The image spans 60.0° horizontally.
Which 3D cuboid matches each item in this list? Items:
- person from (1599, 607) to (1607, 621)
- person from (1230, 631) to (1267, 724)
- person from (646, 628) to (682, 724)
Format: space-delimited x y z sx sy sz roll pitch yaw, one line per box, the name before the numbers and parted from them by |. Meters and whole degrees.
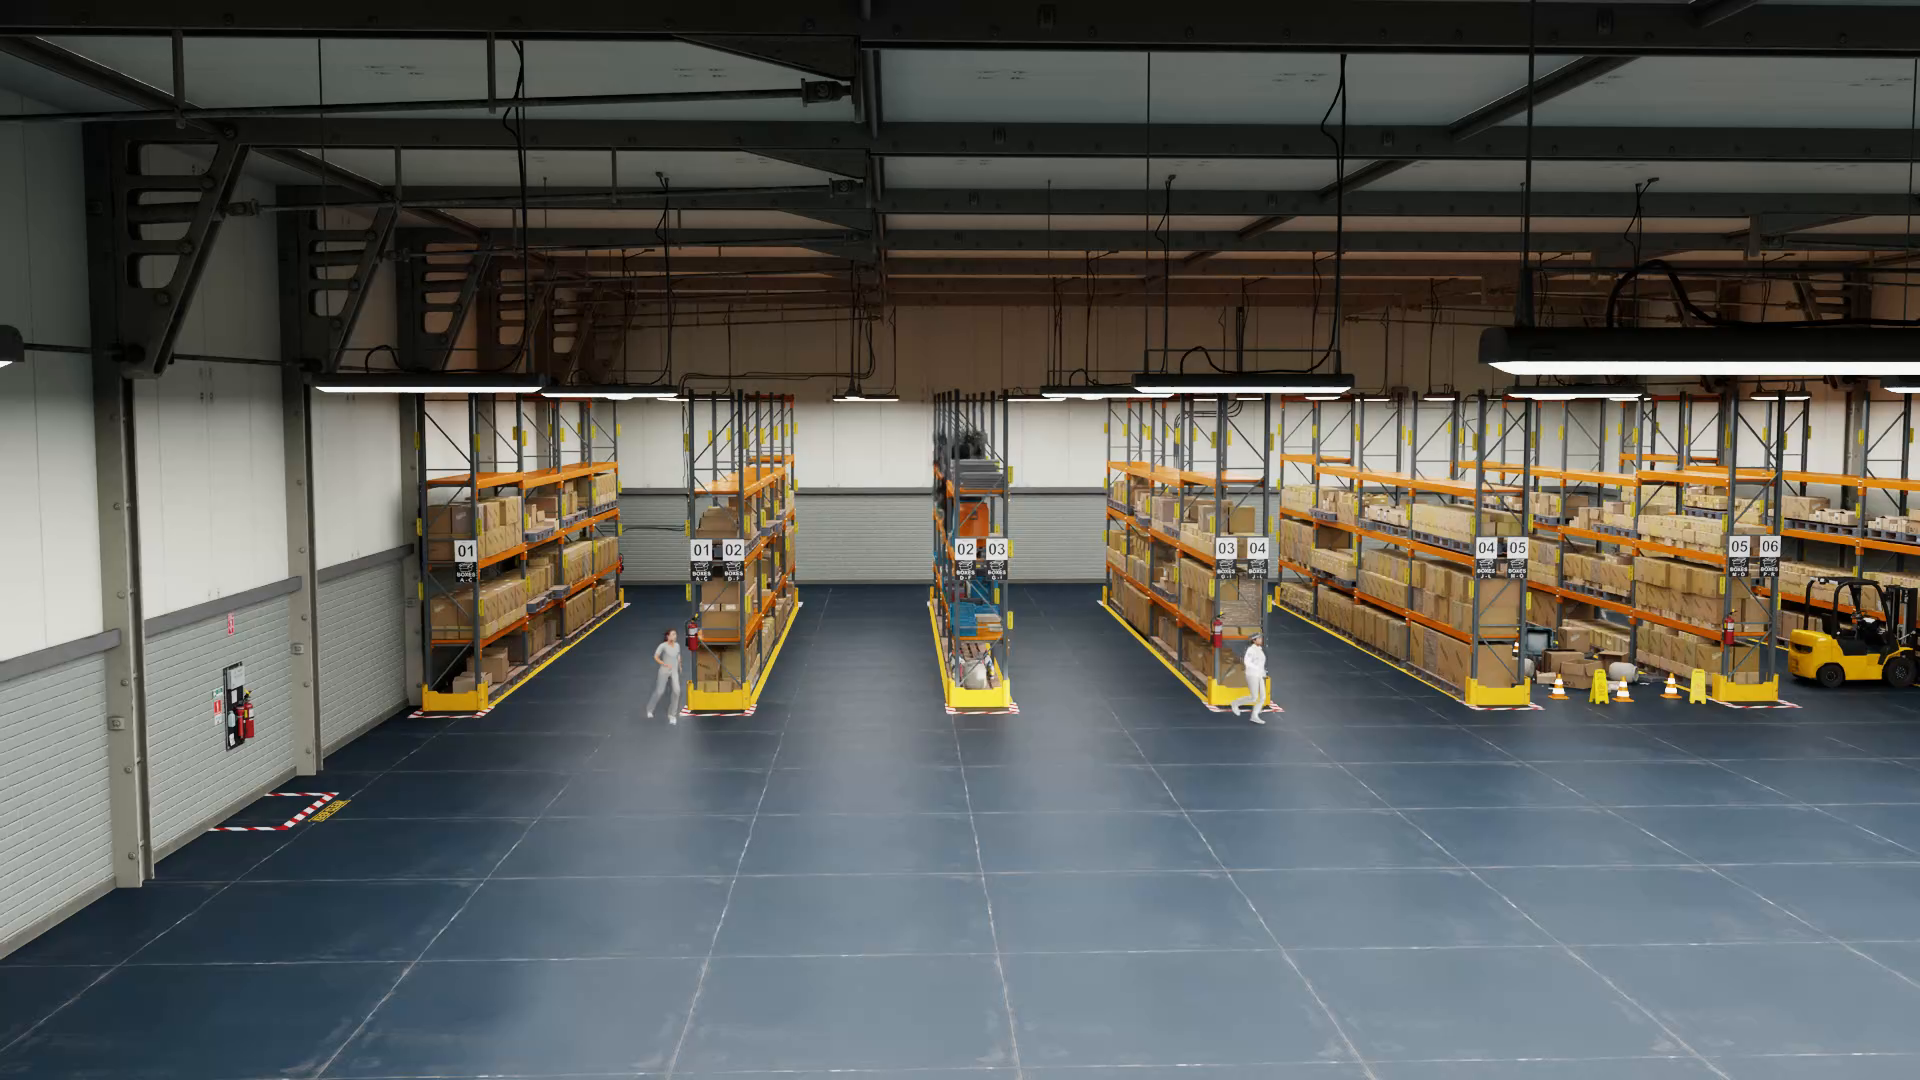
person | 16.403 1.406 42.273 0.672 1.769 0.710 0 5 -3
person | 5.261 2.460 30.048 0.677 1.666 0.614 3 6 34
person | -5.277 2.440 30.134 0.647 1.686 0.843 -4 6 -39
